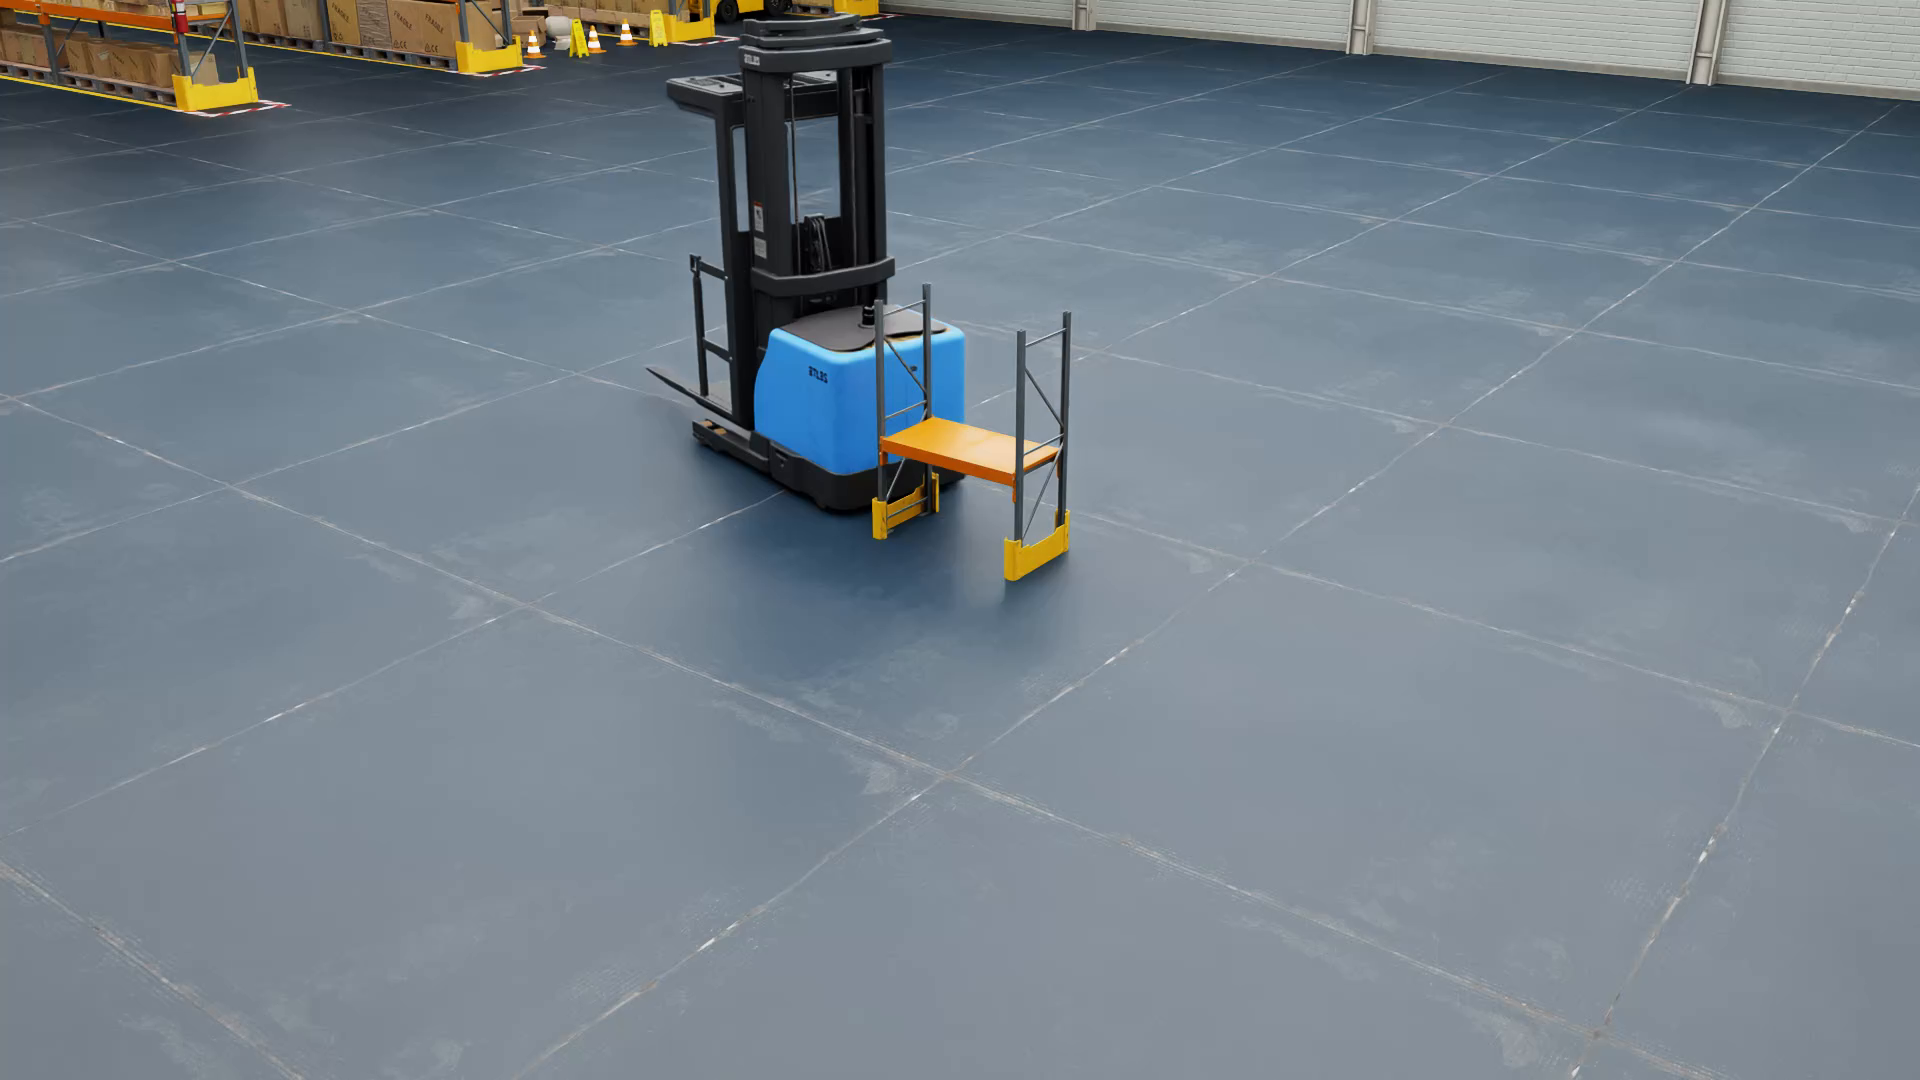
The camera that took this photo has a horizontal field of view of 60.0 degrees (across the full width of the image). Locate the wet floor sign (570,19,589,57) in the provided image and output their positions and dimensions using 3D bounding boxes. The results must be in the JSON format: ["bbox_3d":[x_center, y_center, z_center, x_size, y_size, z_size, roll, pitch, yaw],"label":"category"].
[{"bbox_3d":[-6.908,-9.075,30.045,0.232,0.644,0.267,12,26,24],"label":"wet floor sign"}]

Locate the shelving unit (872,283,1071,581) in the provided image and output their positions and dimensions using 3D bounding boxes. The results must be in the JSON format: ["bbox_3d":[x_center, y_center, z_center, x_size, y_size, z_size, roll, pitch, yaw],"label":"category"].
[{"bbox_3d":[0.061,-0.668,9.906,1.083,1.500,0.587,17,29,33],"label":"shelving unit"}]

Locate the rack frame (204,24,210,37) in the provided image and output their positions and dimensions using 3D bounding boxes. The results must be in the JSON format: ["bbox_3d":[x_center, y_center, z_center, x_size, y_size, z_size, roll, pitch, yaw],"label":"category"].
[{"bbox_3d":[-14.521,-11.455,32.527,0.127,3.000,1.000,17,29,33],"label":"rack frame"}]

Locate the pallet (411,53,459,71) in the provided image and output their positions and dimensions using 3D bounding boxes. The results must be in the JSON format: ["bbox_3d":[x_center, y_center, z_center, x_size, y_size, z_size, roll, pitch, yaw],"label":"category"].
[{"bbox_3d":[-8.806,-8.412,29.081,1.213,0.211,1.003,17,29,33],"label":"pallet"}]

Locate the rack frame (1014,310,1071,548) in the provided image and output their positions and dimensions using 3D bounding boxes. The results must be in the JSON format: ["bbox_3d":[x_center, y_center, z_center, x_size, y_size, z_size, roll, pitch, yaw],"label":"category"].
[{"bbox_3d":[0.475,-0.543,9.622,0.032,1.500,0.500,17,29,33],"label":"rack frame"}]

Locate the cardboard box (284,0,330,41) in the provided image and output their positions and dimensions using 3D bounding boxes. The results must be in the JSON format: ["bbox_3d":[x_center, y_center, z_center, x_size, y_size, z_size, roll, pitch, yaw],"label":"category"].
[{"bbox_3d":[-11.871,-9.771,30.976,0.750,0.750,1.050,17,29,33],"label":"cardboard box"}]

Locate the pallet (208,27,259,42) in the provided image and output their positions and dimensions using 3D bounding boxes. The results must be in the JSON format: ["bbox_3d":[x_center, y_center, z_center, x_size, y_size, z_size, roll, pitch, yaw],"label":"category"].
[{"bbox_3d":[-13.935,-9.964,32.602,1.213,0.211,1.003,17,29,33],"label":"pallet"}]

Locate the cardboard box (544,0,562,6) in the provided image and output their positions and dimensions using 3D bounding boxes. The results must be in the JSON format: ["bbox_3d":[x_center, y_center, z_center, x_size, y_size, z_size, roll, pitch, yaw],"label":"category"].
[{"bbox_3d":[-8.122,-11.156,33.809,0.500,0.500,0.500,18,30,36],"label":"cardboard box"}]

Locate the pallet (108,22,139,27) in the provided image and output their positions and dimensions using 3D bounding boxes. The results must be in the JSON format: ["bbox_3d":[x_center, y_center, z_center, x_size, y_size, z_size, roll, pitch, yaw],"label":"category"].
[{"bbox_3d":[-17.098,-10.958,34.859,1.213,0.211,1.003,17,29,33],"label":"pallet"}]

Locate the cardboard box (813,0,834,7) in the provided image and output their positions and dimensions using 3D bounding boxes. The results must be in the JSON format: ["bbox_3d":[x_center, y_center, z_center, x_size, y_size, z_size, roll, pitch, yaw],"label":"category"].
[{"bbox_3d":[-2.823,-11.690,35.950,0.500,0.250,0.500,17,29,34],"label":"cardboard box"}]

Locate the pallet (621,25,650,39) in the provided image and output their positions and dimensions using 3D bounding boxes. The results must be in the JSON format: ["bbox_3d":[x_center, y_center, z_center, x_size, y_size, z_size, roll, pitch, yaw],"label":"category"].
[{"bbox_3d":[-5.921,-10.092,32.893,1.213,0.211,1.003,17,29,33],"label":"pallet"}]

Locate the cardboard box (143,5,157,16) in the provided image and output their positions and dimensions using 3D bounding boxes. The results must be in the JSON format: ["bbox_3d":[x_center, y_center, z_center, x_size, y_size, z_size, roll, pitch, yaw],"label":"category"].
[{"bbox_3d":[-11.957,-7.936,24.853,0.250,0.149,0.380,17,29,33],"label":"cardboard box"}]

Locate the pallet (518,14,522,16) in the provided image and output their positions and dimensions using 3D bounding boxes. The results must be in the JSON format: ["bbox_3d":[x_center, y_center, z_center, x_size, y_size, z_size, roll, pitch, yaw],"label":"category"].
[{"bbox_3d":[-9.056,-11.021,35.001,1.213,0.211,1.003,17,29,33],"label":"pallet"}]

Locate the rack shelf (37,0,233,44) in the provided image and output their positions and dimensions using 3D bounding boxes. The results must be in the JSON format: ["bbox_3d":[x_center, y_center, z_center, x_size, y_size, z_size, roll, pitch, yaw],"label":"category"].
[{"bbox_3d":[-12.775,-8.099,25.803,4.000,0.370,1.077,17,29,33],"label":"rack shelf"}]

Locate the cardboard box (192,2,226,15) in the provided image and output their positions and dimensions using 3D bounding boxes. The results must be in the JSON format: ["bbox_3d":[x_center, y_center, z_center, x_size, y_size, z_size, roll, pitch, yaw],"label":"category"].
[{"bbox_3d":[-11.260,-7.975,24.942,0.250,0.149,0.380,17,29,33],"label":"cardboard box"}]

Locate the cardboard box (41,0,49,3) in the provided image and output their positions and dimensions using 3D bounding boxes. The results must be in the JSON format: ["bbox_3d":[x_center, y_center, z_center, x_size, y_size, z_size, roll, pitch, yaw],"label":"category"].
[{"bbox_3d":[-14.384,-8.648,26.468,0.250,0.149,0.380,17,29,33],"label":"cardboard box"}]

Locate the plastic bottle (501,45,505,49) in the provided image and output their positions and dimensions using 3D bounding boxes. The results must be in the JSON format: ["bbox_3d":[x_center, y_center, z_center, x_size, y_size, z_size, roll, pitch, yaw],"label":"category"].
[{"bbox_3d":[-8.470,-9.220,31.099,0.283,0.061,0.133,7,25,15],"label":"plastic bottle"}]

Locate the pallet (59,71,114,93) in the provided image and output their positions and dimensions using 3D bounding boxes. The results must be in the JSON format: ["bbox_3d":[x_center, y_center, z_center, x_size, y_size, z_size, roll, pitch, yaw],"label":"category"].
[{"bbox_3d":[-13.817,-7.484,26.975,1.213,0.211,1.003,17,29,33],"label":"pallet"}]

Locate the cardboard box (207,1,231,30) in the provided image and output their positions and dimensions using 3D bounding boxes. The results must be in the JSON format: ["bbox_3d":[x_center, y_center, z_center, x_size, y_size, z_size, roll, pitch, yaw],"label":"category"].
[{"bbox_3d":[-14.087,-10.441,32.496,0.750,0.750,1.050,16,29,33],"label":"cardboard box"}]

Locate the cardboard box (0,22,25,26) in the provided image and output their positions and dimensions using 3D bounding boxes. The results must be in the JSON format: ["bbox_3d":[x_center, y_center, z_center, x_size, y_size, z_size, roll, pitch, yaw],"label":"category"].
[{"bbox_3d":[-16.577,-8.651,28.718,0.500,0.500,0.700,14,27,29],"label":"cardboard box"}]

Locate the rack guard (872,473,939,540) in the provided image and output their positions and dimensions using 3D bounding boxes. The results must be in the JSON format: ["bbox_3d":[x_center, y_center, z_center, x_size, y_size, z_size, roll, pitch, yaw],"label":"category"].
[{"bbox_3d":[-0.338,-0.216,10.431,0.087,0.250,0.587,17,29,33],"label":"rack guard"}]

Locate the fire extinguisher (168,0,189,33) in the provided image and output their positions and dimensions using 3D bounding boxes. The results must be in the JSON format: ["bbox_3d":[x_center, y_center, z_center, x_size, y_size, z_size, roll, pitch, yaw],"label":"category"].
[{"bbox_3d":[-11.359,-7.733,24.176,0.183,0.674,0.296,17,29,33],"label":"fire extinguisher"}]

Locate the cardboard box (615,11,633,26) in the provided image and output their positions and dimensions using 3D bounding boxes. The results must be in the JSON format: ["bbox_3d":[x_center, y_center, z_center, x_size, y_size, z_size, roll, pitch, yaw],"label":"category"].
[{"bbox_3d":[-6.449,-10.312,32.823,0.500,0.250,0.500,17,29,33],"label":"cardboard box"}]

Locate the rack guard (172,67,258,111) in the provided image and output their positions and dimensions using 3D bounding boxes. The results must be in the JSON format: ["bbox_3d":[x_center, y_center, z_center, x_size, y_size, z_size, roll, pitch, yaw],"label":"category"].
[{"bbox_3d":[-11.235,-6.819,25.106,0.348,0.500,1.175,17,29,33],"label":"rack guard"}]

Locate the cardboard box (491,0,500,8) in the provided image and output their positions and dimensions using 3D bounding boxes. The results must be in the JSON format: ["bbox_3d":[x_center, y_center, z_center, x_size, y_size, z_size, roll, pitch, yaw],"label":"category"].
[{"bbox_3d":[-9.476,-10.730,33.044,0.500,0.500,0.500,17,29,33],"label":"cardboard box"}]

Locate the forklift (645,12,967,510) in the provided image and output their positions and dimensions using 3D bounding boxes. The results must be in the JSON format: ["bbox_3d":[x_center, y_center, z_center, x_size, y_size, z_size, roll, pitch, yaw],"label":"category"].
[{"bbox_3d":[-1.237,-2.061,11.293,1.130,2.935,3.031,-17,29,-33],"label":"forklift"}]

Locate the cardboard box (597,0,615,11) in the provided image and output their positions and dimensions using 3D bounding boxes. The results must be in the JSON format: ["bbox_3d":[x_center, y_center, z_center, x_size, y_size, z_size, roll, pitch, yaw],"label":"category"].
[{"bbox_3d":[-6.848,-10.778,32.950,0.500,0.500,0.500,16,28,32],"label":"cardboard box"}]

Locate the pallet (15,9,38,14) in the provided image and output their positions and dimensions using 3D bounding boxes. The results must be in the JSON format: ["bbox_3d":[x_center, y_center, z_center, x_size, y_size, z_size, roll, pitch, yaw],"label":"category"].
[{"bbox_3d":[-20.232,-11.887,36.967,1.213,0.211,1.003,17,29,33],"label":"pallet"}]

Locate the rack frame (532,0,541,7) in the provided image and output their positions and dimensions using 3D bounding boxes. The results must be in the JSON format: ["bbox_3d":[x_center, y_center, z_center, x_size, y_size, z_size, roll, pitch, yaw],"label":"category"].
[{"bbox_3d":[-8.432,-12.109,34.012,0.127,3.000,1.000,17,29,33],"label":"rack frame"}]

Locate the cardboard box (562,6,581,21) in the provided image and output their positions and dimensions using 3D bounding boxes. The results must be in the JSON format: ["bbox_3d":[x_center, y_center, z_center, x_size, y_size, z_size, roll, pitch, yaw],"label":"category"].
[{"bbox_3d":[-7.688,-10.688,33.676,0.500,0.250,0.500,19,30,36],"label":"cardboard box"}]

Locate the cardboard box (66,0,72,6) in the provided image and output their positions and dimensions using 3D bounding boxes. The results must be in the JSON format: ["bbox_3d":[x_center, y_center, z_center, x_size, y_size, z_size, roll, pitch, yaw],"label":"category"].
[{"bbox_3d":[-13.769,-8.474,26.074,0.250,0.149,0.380,17,29,33],"label":"cardboard box"}]

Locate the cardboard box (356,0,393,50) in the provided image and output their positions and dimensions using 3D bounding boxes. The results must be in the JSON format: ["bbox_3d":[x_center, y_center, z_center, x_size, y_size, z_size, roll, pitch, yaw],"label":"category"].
[{"bbox_3d":[-10.135,-9.316,29.787,0.875,0.875,0.875,17,29,34],"label":"cardboard box"}]

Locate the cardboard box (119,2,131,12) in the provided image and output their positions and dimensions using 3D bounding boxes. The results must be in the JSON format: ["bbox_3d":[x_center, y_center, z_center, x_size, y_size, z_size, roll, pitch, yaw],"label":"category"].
[{"bbox_3d":[-12.537,-8.129,25.290,0.250,0.149,0.380,17,29,33],"label":"cardboard box"}]

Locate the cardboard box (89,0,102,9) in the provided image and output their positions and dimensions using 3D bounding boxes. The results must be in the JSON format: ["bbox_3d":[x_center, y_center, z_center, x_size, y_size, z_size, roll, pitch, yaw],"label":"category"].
[{"bbox_3d":[-13.176,-8.289,25.654,0.250,0.149,0.380,17,29,33],"label":"cardboard box"}]

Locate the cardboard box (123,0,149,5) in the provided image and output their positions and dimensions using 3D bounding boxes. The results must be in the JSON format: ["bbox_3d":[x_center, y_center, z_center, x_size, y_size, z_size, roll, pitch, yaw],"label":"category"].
[{"bbox_3d":[-12.070,-8.350,24.989,0.500,0.500,0.875,17,29,33],"label":"cardboard box"}]

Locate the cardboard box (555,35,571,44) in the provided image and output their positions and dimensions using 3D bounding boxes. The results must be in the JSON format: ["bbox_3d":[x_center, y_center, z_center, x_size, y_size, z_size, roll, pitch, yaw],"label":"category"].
[{"bbox_3d":[-7.491,-9.502,31.632,0.380,0.149,0.250,-10,26,-21],"label":"cardboard box"}]

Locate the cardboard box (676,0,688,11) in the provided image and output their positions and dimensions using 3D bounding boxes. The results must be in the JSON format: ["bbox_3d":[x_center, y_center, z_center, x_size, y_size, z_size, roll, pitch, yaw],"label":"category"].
[{"bbox_3d":[-5.730,-10.709,32.793,0.500,0.500,0.500,16,28,32],"label":"cardboard box"}]

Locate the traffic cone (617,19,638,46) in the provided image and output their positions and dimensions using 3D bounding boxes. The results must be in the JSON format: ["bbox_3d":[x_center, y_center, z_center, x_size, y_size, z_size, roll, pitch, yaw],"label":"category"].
[{"bbox_3d":[-6.349,-9.669,31.620,0.334,0.463,0.336,17,29,33],"label":"traffic cone"}]

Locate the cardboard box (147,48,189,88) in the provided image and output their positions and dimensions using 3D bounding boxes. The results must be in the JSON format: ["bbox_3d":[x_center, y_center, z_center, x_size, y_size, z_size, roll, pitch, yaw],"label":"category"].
[{"bbox_3d":[-12.163,-7.282,25.638,0.500,0.500,0.500,-17,29,-34],"label":"cardboard box"}]

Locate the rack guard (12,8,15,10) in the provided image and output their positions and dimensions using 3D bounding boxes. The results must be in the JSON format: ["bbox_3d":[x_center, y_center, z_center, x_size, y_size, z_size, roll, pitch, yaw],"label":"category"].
[{"bbox_3d":[-20.861,-12.227,37.380,0.348,0.500,1.175,17,29,33],"label":"rack guard"}]

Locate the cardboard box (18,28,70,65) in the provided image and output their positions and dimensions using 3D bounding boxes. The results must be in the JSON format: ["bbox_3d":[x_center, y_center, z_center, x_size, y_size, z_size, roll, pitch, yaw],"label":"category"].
[{"bbox_3d":[-15.224,-8.246,27.799,0.500,0.500,0.700,17,29,33],"label":"cardboard box"}]

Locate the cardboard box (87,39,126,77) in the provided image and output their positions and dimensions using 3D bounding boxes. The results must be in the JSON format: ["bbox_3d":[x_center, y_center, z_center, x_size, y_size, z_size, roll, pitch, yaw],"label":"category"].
[{"bbox_3d":[-13.616,-7.714,26.617,0.500,0.500,0.500,-16,28,-31],"label":"cardboard box"}]

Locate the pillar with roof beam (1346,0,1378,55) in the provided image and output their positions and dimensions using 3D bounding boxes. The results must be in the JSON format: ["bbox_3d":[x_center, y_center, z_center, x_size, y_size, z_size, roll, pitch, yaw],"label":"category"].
[{"bbox_3d":[4.747,-11.658,25.548,0.400,9.000,9.100,17,29,33],"label":"pillar with roof beam"}]
